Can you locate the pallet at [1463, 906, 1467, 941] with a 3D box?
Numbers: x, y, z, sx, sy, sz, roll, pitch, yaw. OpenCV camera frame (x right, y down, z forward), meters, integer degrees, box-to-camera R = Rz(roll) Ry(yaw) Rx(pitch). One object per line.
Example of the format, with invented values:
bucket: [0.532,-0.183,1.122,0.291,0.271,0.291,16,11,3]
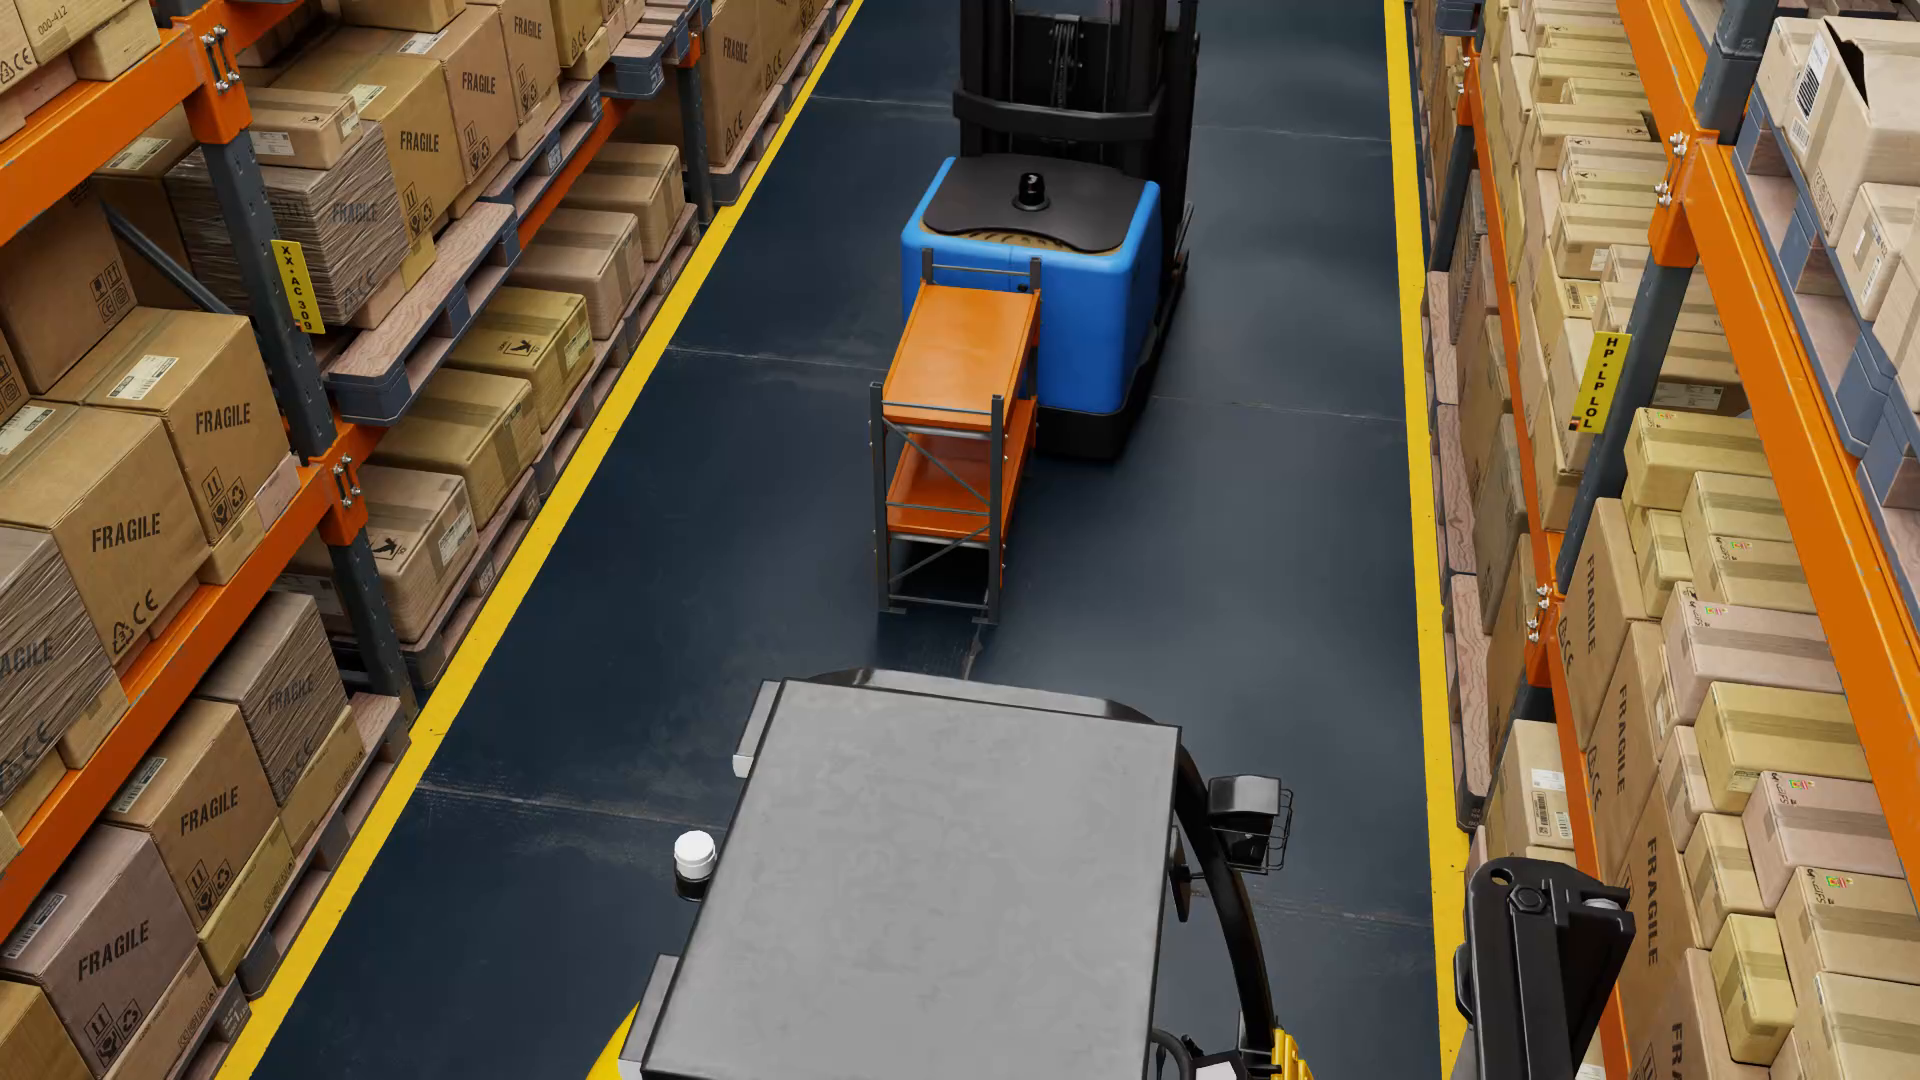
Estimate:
pallet: [2.117,1.609,5.138,1.003,0.211,1.213,6,40,8]

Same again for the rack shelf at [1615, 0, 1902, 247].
rack shelf: [2.642,-2.094,5.639,1.077,0.370,4.000,6,40,8]

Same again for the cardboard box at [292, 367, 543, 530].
cardboard box: [-2.384,-0.435,7.155,0.950,0.372,0.625,9,40,10]

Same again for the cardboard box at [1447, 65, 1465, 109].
cardboard box: [2.841,-2.432,8.960,0.380,0.149,0.250,4,40,5]

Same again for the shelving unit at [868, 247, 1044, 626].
shelving unit: [0.001,-0.438,6.897,0.538,1.125,1.048,6,40,8]

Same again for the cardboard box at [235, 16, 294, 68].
cardboard box: [-2.630,-1.819,5.945,0.380,0.149,0.250,5,40,6]

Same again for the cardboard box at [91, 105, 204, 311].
cardboard box: [-2.740,-1.135,5.628,0.500,0.500,0.500,6,40,7]

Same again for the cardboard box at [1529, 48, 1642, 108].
cardboard box: [2.430,-1.780,6.462,0.380,0.149,0.250,7,40,9]

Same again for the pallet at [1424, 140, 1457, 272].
pallet: [3.154,-1.860,9.334,1.003,0.211,1.213,6,40,8]

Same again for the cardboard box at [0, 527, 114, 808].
cardboard box: [-2.593,0.298,4.224,0.500,0.500,0.500,7,40,9]

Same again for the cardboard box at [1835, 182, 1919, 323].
cardboard box: [1.786,-0.489,2.923,0.380,0.149,0.250,8,40,9]

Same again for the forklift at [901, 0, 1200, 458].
forklift: [0.602,-2.449,7.911,1.130,2.935,3.031,10,41,11]

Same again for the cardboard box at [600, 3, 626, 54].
cardboard box: [-1.753,-2.353,7.609,0.380,0.149,0.250,5,40,6]

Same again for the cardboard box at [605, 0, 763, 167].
cardboard box: [-1.700,-2.783,9.600,0.875,0.875,0.875,6,40,7]

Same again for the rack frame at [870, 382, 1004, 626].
rack frame: [-0.087,-0.119,6.511,0.500,1.125,0.032,6,40,8]

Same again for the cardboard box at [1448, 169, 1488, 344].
cardboard box: [2.866,-1.327,8.035,0.875,0.625,0.625,8,40,9]

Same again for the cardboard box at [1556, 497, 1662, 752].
cardboard box: [1.962,0.251,4.514,0.500,0.500,0.500,5,40,6]

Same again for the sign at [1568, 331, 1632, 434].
sign: [1.760,-0.430,4.569,0.100,0.325,0.005,6,40,8]

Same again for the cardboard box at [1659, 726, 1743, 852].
cardboard box: [1.758,0.563,3.628,0.380,0.149,0.250,6,40,7]

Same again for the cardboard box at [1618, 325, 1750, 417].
cardboard box: [2.136,-0.488,4.898,0.380,0.149,0.250,8,40,9]

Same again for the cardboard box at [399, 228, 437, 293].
cardboard box: [-2.135,-1.038,6.019,0.380,0.149,0.250,7,40,9]

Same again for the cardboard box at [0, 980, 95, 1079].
cardboard box: [-2.689,1.481,4.345,0.500,0.500,0.500,7,40,9]

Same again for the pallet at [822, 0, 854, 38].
pallet: [-1.269,-3.959,11.872,1.003,0.211,1.213,6,40,8]

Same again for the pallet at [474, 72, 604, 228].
pallet: [-2.204,-1.695,7.096,1.003,0.211,1.213,6,40,8]

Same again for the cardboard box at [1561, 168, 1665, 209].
cardboard box: [2.279,-1.137,5.683,0.380,0.149,0.250,5,40,7]

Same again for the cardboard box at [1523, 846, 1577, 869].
cardboard box: [1.804,1.141,4.559,0.500,0.250,0.500,6,40,8]

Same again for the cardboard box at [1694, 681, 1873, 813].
cardboard box: [1.793,0.455,3.524,0.380,0.149,0.250,6,40,7]

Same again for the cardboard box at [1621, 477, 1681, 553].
cardboard box: [1.981,-0.078,4.402,0.380,0.149,0.250,6,40,7]

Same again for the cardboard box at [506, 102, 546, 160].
cardboard box: [-1.934,-1.697,6.816,0.380,0.149,0.250,8,40,9]

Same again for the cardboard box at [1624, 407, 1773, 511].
cardboard box: [1.948,-0.196,4.312,0.380,0.149,0.250,7,40,9]

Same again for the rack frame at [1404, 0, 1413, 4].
rack frame: [3.680,-4.981,10.920,1.000,3.000,0.127,6,40,8]

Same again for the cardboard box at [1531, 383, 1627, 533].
cardboard box: [2.125,-0.248,5.313,0.500,0.250,0.500,7,40,9]

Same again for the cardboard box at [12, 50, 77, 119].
cardboard box: [-2.478,-1.184,4.171,0.380,0.149,0.250,7,40,8]

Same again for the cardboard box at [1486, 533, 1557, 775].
cardboard box: [2.375,0.464,5.868,0.875,0.625,0.625,8,40,10]

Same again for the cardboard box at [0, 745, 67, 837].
cardboard box: [-2.595,0.622,4.341,0.380,0.149,0.250,6,40,7]

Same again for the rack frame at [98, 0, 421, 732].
rack frame: [-2.594,-0.505,5.507,1.000,3.000,0.127,6,40,8]

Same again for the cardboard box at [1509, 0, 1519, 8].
cardboard box: [2.598,-2.424,7.240,0.380,0.149,0.250,7,40,9]

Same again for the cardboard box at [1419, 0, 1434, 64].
cardboard box: [3.202,-3.253,10.462,0.500,0.500,0.500,5,40,6]

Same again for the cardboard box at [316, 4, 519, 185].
cardboard box: [-2.045,-1.706,6.318,0.500,0.500,0.500,6,40,7]

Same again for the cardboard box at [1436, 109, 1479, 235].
cardboard box: [2.849,-1.958,8.896,0.500,0.500,0.500,7,40,9]

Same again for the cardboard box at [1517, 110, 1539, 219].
cardboard box: [2.411,-1.390,6.302,0.500,0.250,0.500,7,40,8]

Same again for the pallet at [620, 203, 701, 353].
pallet: [-2.038,-1.451,8.839,1.003,0.211,1.213,6,40,8]

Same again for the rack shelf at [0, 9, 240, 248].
rack shelf: [-2.940,-0.129,3.262,1.077,0.370,4.000,6,40,8]

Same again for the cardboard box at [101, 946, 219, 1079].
cardboard box: [-2.606,1.447,4.974,0.500,0.250,0.500,7,40,8]

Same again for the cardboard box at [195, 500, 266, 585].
cardboard box: [-2.386,-0.016,5.112,0.380,0.149,0.250,7,40,9]

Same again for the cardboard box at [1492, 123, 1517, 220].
cardboard box: [2.496,-1.522,6.855,0.500,0.250,0.500,5,40,6]
